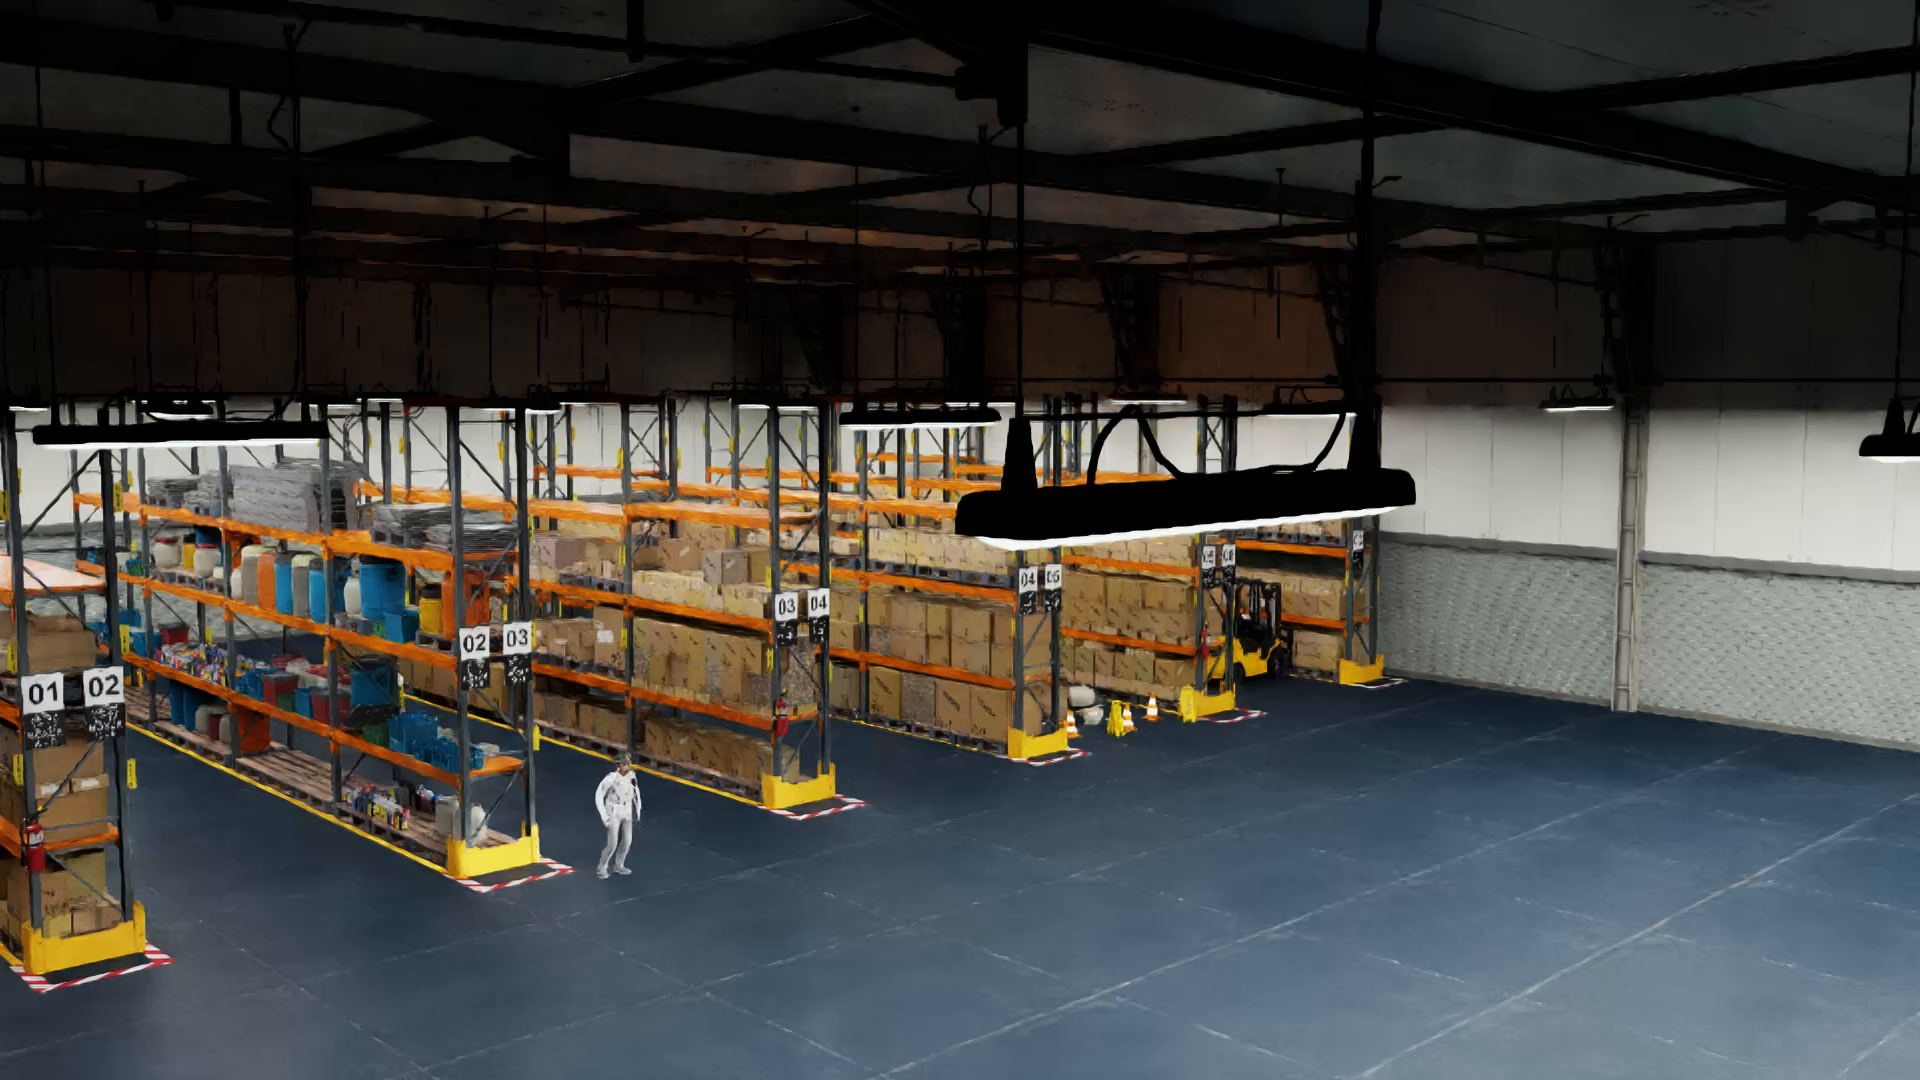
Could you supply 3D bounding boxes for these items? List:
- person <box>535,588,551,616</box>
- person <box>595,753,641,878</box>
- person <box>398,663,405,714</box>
[{"bbox_3d":[-10.532,1.472,42.165,0.473,1.589,0.501,0,6,-5],"label":"person"},{"bbox_3d":[-4.348,3.482,21.160,0.639,1.632,0.506,-5,8,-44],"label":"person"},{"bbox_3d":[-9.474,2.795,27.711,1.035,1.708,0.571,4,7,38],"label":"person"}]
